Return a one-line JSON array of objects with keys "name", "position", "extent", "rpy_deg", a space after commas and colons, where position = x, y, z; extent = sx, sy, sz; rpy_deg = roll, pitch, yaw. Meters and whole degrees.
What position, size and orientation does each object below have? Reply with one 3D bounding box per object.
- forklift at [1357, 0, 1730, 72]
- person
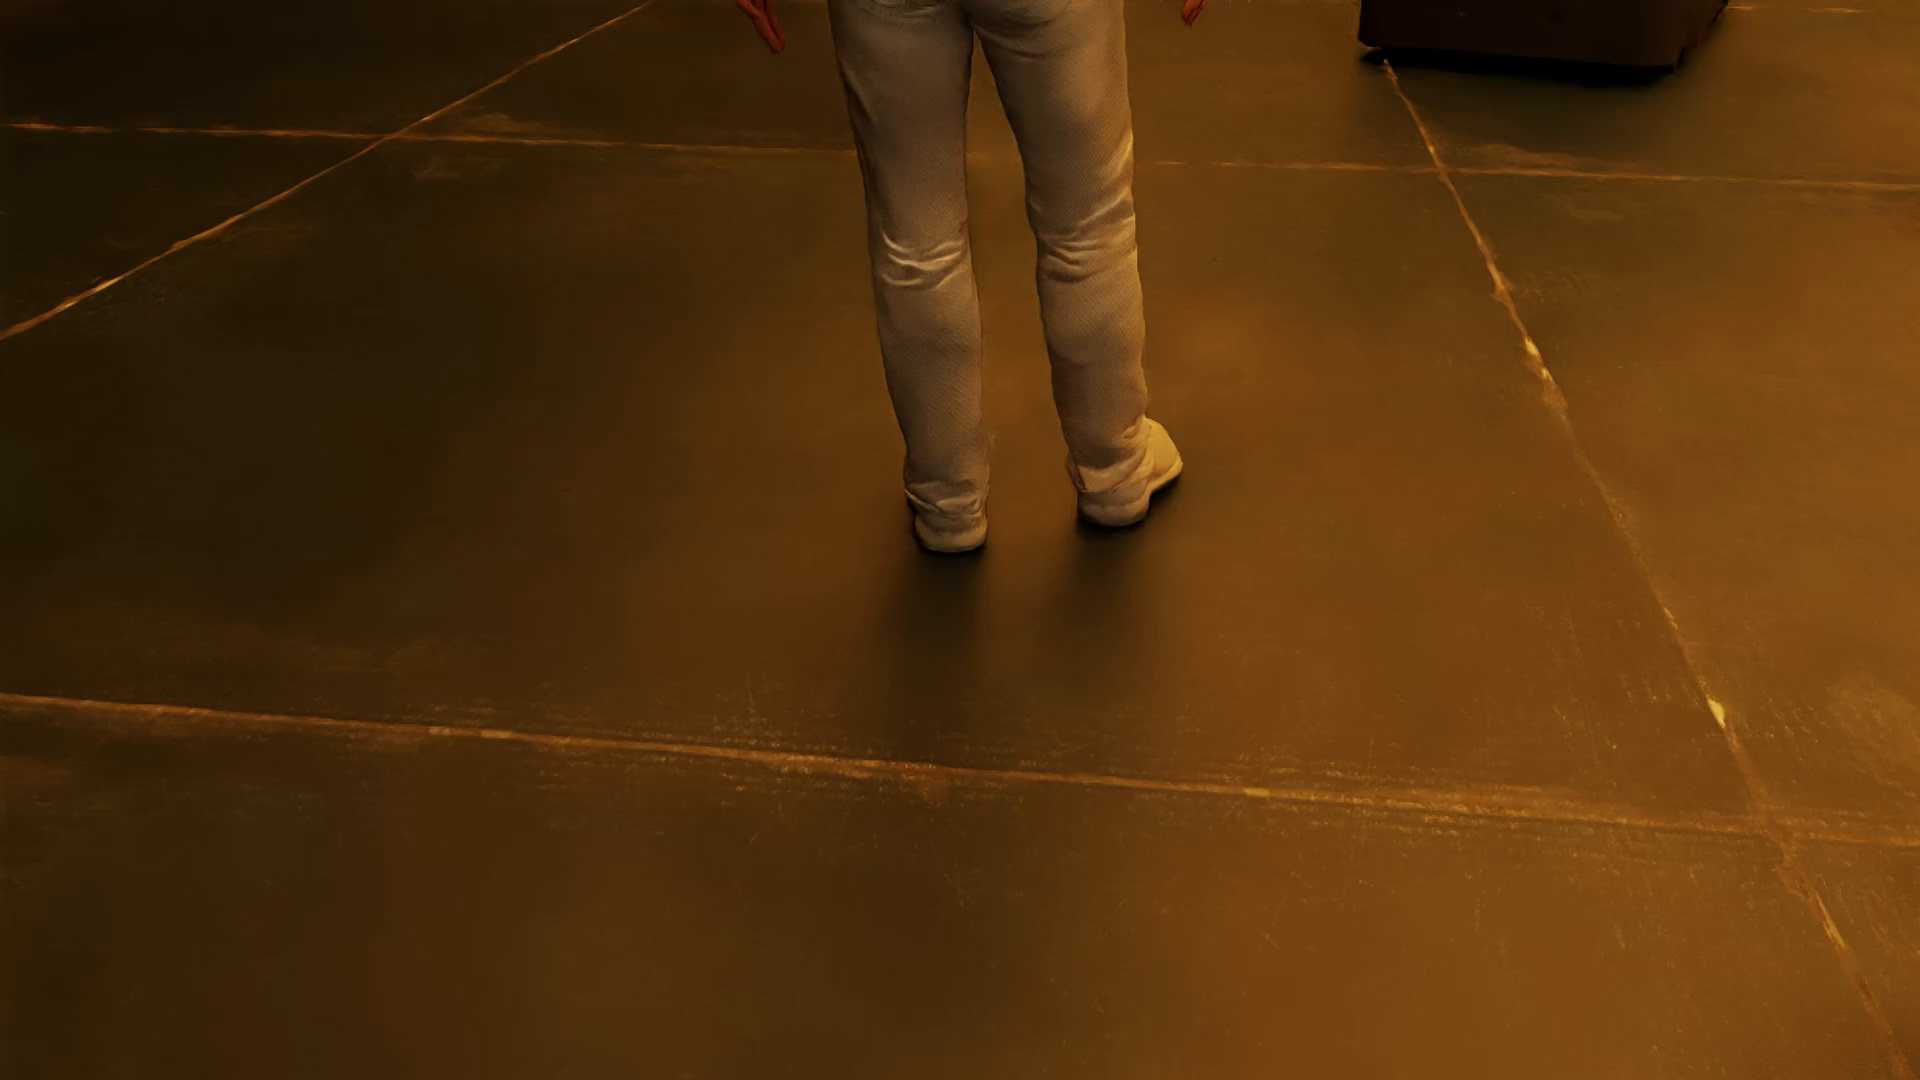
[{"name": "forklift", "position": [2.539, -3.487, 6.206], "extent": [1.130, 2.935, 3.031], "rpy_deg": [13, 29, 24]}, {"name": "person", "position": [0.015, -0.824, 2.165], "extent": [0.665, 1.760, 0.576], "rpy_deg": [3, 27, 7]}]
